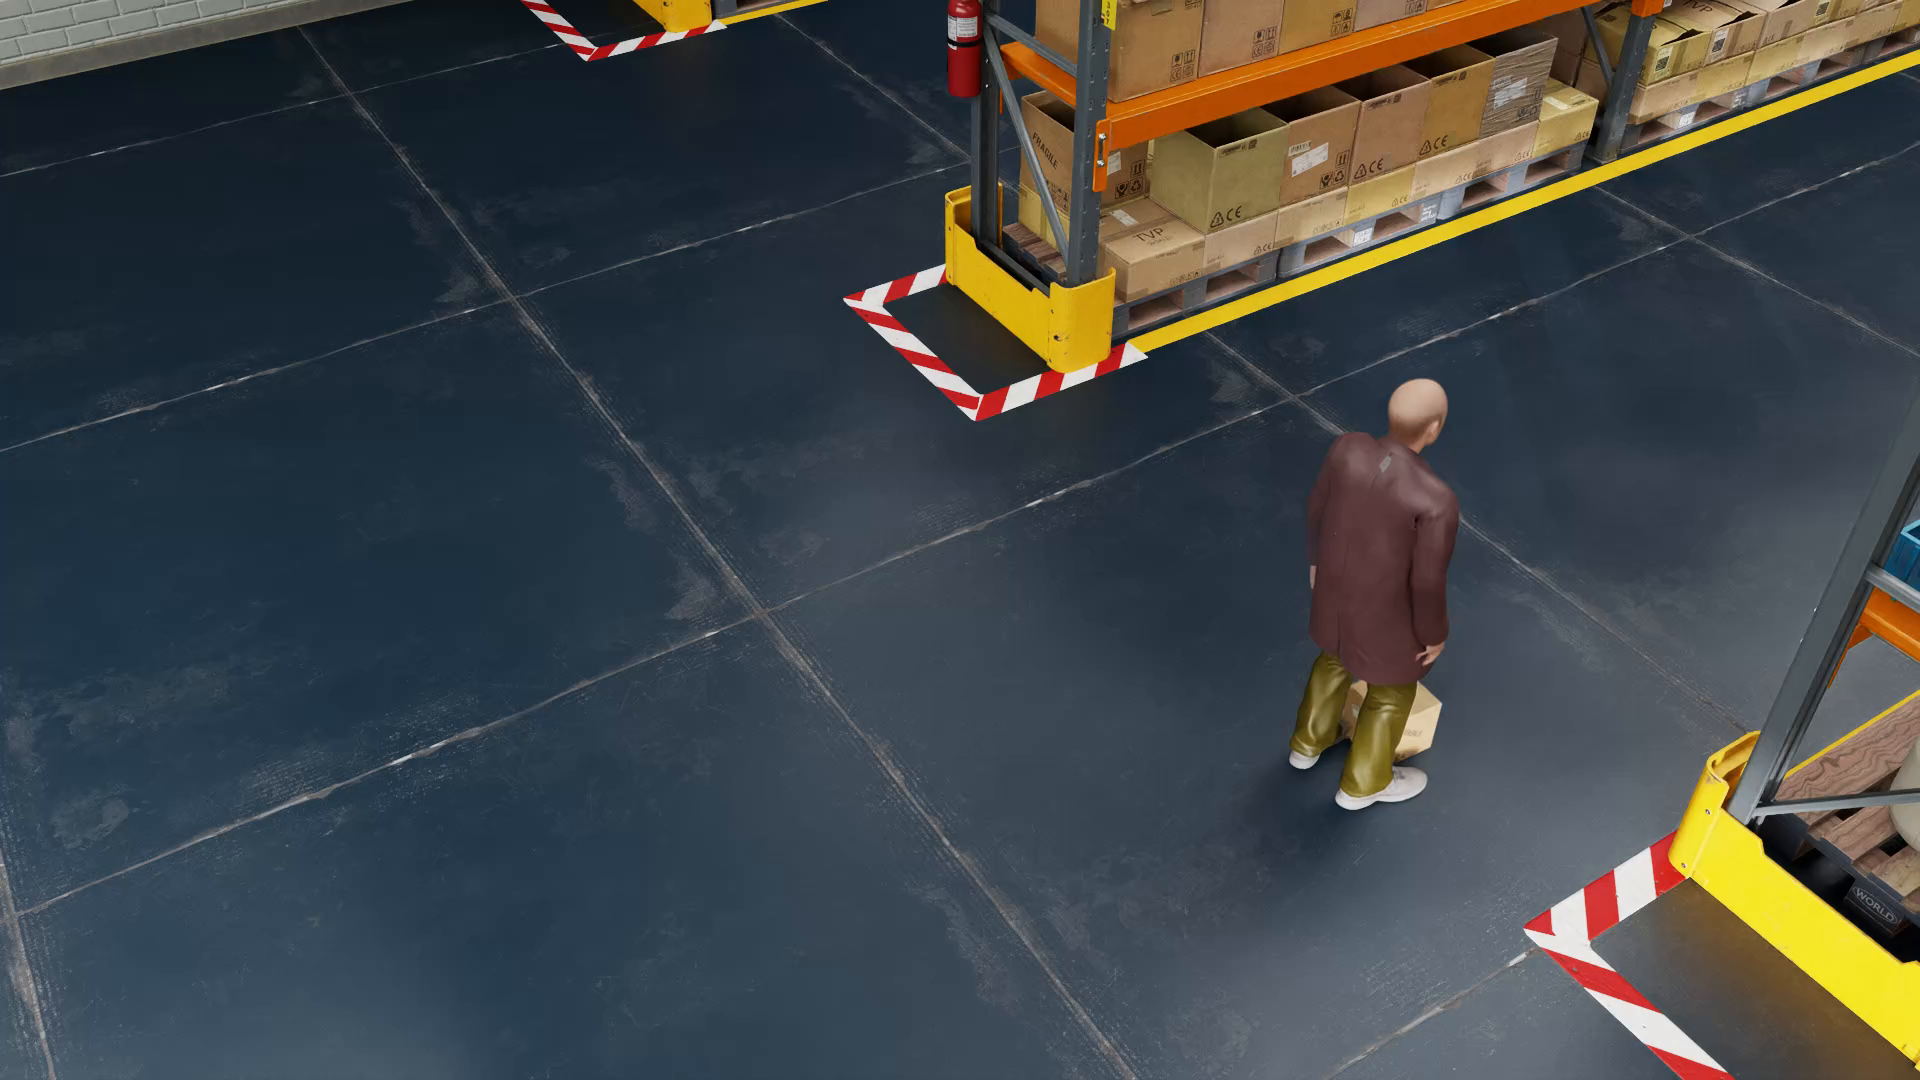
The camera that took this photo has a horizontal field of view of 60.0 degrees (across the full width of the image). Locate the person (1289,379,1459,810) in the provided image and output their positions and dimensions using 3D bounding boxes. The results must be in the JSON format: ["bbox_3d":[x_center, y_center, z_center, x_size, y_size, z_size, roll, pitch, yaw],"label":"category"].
[{"bbox_3d":[1.477,0.200,5.933,0.429,1.772,0.643,-24,46,-26],"label":"person"}]
